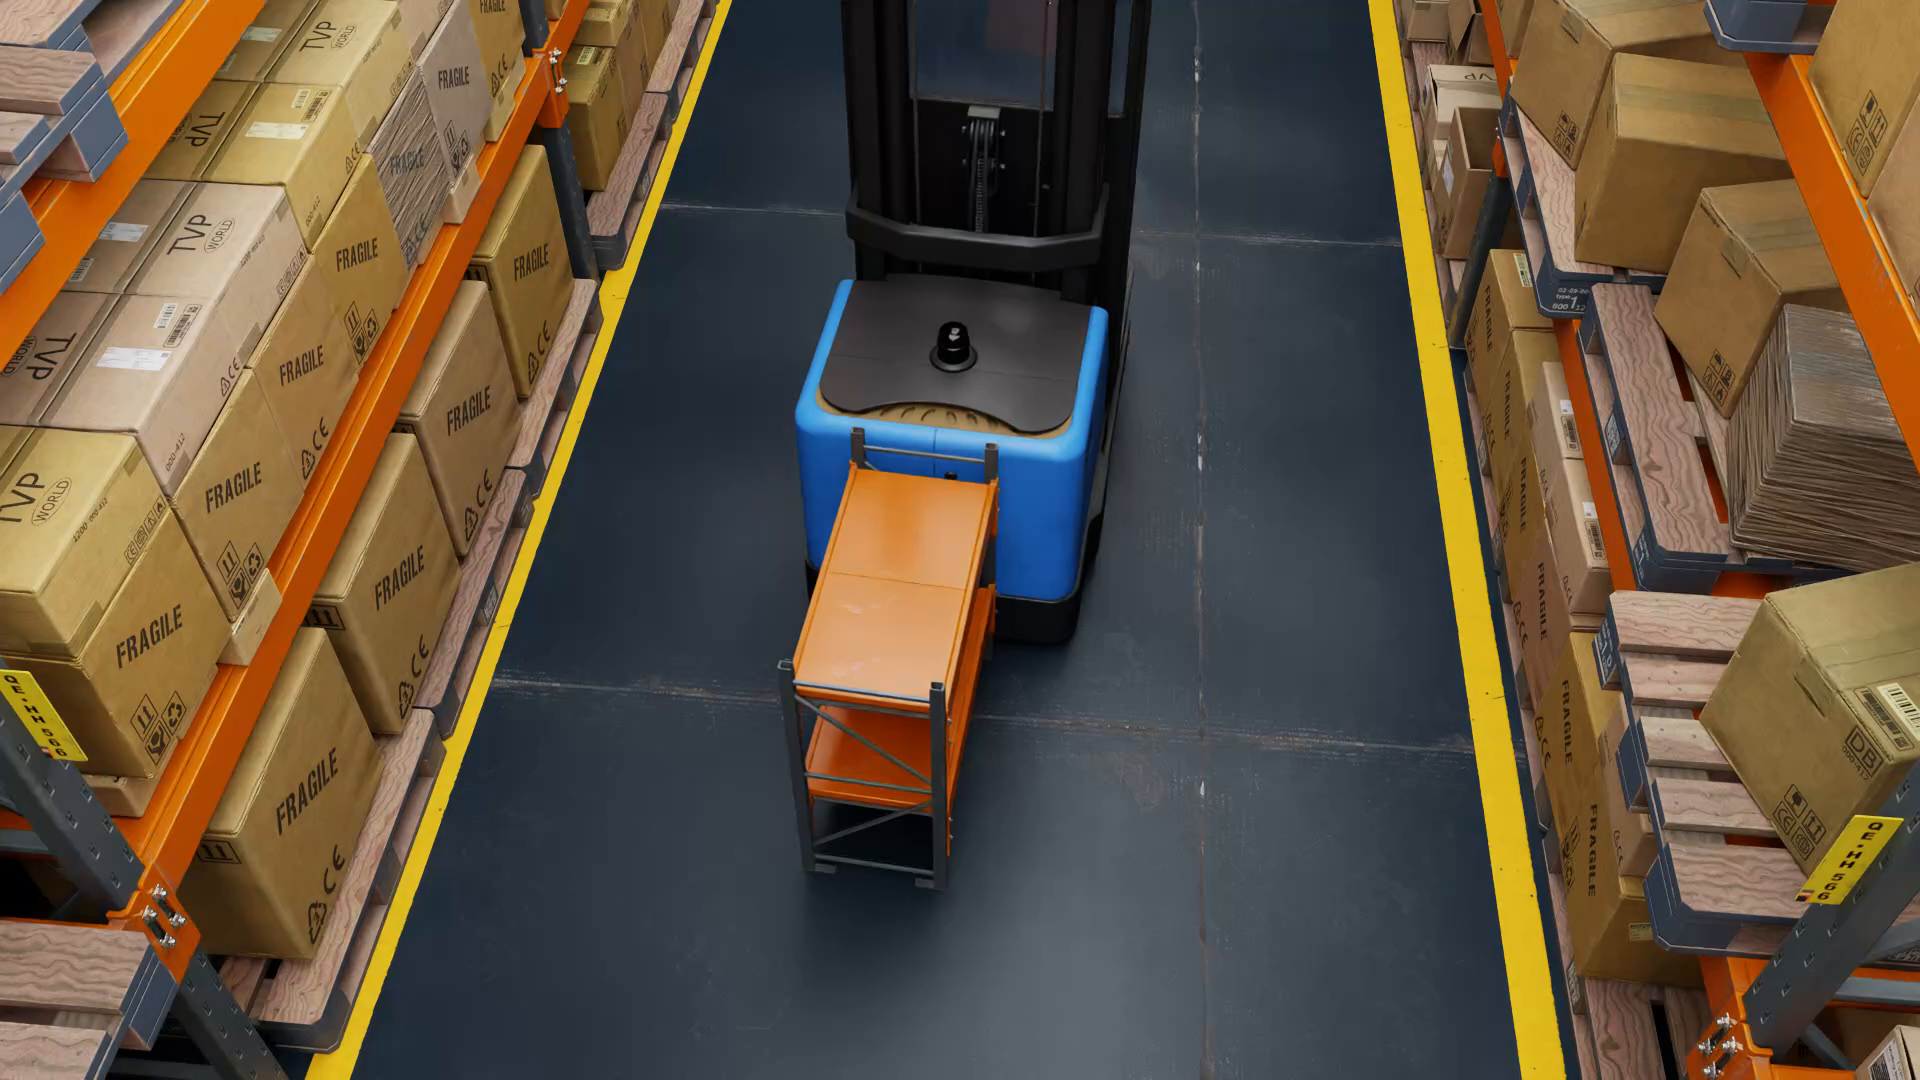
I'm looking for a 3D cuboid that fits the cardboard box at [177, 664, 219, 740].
[{"bbox_3d":[-2.278,0.390,4.544,0.380,0.149,0.250,4,48,4],"label":"cardboard box"}]

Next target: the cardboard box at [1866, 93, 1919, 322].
[{"bbox_3d":[2.416,-0.691,3.275,0.910,0.500,0.500,4,48,4],"label":"cardboard box"}]

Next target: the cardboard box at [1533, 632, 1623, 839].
[{"bbox_3d":[2.262,0.665,5.531,0.500,0.500,0.500,2,48,2],"label":"cardboard box"}]

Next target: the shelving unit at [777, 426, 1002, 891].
[{"bbox_3d":[-0.206,0.408,5.640,0.538,1.125,1.048,7,48,7],"label":"shelving unit"}]

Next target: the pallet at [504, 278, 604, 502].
[{"bbox_3d":[-2.201,-0.704,7.277,1.003,0.211,1.213,4,48,4],"label":"pallet"}]

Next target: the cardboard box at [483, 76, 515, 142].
[{"bbox_3d":[-1.954,-1.684,6.440,0.380,0.149,0.250,5,48,4],"label":"cardboard box"}]

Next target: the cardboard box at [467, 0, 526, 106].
[{"bbox_3d":[-1.997,-2.002,6.291,0.500,0.500,0.500,3,48,3],"label":"cardboard box"}]

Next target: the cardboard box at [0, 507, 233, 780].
[{"bbox_3d":[-2.271,0.242,4.239,0.500,0.500,0.500,5,48,5],"label":"cardboard box"}]

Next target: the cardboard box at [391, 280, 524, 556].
[{"bbox_3d":[-2.214,-0.493,6.367,0.750,0.750,0.750,5,48,5],"label":"cardboard box"}]

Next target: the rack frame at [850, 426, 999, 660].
[{"bbox_3d":[-0.120,0.038,5.978,0.500,1.125,0.032,7,48,7],"label":"rack frame"}]

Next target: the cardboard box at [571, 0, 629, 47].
[{"bbox_3d":[-1.823,-2.516,8.014,0.380,0.149,0.250,5,48,5],"label":"cardboard box"}]

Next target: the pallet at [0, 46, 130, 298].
[{"bbox_3d":[-2.564,-0.703,3.481,1.213,0.211,1.003,6,48,5],"label":"pallet"}]

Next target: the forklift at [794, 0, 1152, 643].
[{"bbox_3d":[0.165,-1.701,6.346,1.130,2.935,3.031,7,48,7],"label":"forklift"}]

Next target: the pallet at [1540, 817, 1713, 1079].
[{"bbox_3d":[2.469,1.448,5.309,1.003,0.211,1.213,4,48,4],"label":"pallet"}]

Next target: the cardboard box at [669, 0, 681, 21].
[{"bbox_3d":[-1.896,-3.196,9.076,0.700,0.500,0.500,2,48,2],"label":"cardboard box"}]

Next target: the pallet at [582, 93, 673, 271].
[{"bbox_3d":[-2.058,-1.829,8.306,1.003,0.211,1.213,4,48,4],"label":"pallet"}]

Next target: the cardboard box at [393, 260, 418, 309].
[{"bbox_3d":[-2.114,-0.941,5.760,0.380,0.149,0.250,3,48,2],"label":"cardboard box"}]

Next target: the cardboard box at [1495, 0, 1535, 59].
[{"bbox_3d":[2.518,-2.305,6.783,0.500,0.500,0.500,5,48,4],"label":"cardboard box"}]

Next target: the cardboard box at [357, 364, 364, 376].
[{"bbox_3d":[-2.181,-0.554,5.406,0.380,0.149,0.250,4,48,4],"label":"cardboard box"}]

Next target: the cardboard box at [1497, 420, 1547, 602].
[{"bbox_3d":[2.350,-0.093,6.224,0.500,0.500,0.500,4,48,4],"label":"cardboard box"}]

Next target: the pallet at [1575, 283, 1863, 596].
[{"bbox_3d":[2.536,-0.312,5.158,1.003,0.211,1.213,4,48,4],"label":"pallet"}]

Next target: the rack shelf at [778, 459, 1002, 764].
[{"bbox_3d":[-0.206,0.211,5.424,0.538,0.278,1.000,7,48,7],"label":"rack shelf"}]

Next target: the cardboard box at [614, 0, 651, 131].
[{"bbox_3d":[-1.986,-2.427,8.372,0.700,0.500,0.500,3,48,3],"label":"cardboard box"}]

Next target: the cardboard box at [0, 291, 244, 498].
[{"bbox_3d":[-2.224,-0.383,4.302,0.500,0.250,0.500,3,48,3],"label":"cardboard box"}]

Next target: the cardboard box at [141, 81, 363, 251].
[{"bbox_3d":[-2.142,-1.126,4.982,0.500,0.250,0.500,3,48,3],"label":"cardboard box"}]

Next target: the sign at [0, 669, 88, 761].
[{"bbox_3d":[-2.029,0.388,3.657,0.100,0.325,0.005,4,48,4],"label":"sign"}]

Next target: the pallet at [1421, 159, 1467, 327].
[{"bbox_3d":[2.791,-1.450,7.959,1.003,0.211,1.213,4,48,4],"label":"pallet"}]

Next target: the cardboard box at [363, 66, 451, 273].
[{"bbox_3d":[-2.088,-1.258,5.610,0.500,0.500,0.500,4,48,4],"label":"cardboard box"}]

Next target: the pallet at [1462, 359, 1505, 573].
[{"bbox_3d":[2.691,-0.345,6.949,1.003,0.211,1.213,4,48,4],"label":"pallet"}]

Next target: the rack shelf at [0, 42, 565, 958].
[{"bbox_3d":[-2.388,-0.504,5.692,1.077,0.370,4.000,4,48,4],"label":"rack shelf"}]

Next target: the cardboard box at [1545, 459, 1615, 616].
[{"bbox_3d":[2.305,-0.002,5.633,0.500,0.250,0.500,3,48,3],"label":"cardboard box"}]

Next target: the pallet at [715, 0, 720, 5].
[{"bbox_3d":[-1.836,-3.622,9.946,1.003,0.211,1.213,4,48,4],"label":"pallet"}]

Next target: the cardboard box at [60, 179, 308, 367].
[{"bbox_3d":[-2.182,-0.751,4.639,0.500,0.250,0.500,4,48,4],"label":"cardboard box"}]

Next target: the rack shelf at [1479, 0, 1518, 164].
[{"bbox_3d":[2.910,-3.113,8.078,1.077,0.370,4.000,4,48,4],"label":"rack shelf"}]

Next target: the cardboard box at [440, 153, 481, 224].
[{"bbox_3d":[-1.988,-1.299,6.088,0.380,0.149,0.250,4,48,4],"label":"cardboard box"}]

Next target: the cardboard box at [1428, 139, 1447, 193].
[{"bbox_3d":[2.472,-1.790,8.014,0.380,0.149,0.250,4,48,4],"label":"cardboard box"}]

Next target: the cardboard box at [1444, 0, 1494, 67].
[{"bbox_3d":[2.894,-2.573,8.490,0.797,0.503,0.637,4,48,4],"label":"cardboard box"}]

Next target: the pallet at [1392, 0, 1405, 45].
[{"bbox_3d":[3.014,-3.243,9.599,1.003,0.211,1.213,4,48,4],"label":"pallet"}]

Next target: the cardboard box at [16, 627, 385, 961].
[{"bbox_3d":[-2.373,0.775,5.207,0.750,0.750,0.750,3,48,3],"label":"cardboard box"}]

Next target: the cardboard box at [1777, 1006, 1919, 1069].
[{"bbox_3d":[2.689,1.433,4.829,0.500,0.500,0.500,6,48,5],"label":"cardboard box"}]

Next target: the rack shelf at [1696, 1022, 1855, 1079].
[{"bbox_3d":[2.181,2.765,2.702,1.077,0.370,4.000,4,48,4],"label":"rack shelf"}]

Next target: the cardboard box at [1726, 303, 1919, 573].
[{"bbox_3d":[2.582,-0.252,4.622,0.700,0.500,0.500,12,49,11],"label":"cardboard box"}]

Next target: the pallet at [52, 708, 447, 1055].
[{"bbox_3d":[-2.423,1.089,5.637,1.003,0.211,1.213,4,48,4],"label":"pallet"}]

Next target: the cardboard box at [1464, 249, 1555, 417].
[{"bbox_3d":[2.441,-0.852,6.919,0.500,0.500,0.500,2,48,2],"label":"cardboard box"}]

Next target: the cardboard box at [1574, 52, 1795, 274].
[{"bbox_3d":[2.462,-1.219,5.506,0.700,0.500,0.500,11,48,10],"label":"cardboard box"}]

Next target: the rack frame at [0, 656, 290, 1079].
[{"bbox_3d":[-2.567,0.723,4.082,0.949,2.616,0.053,4,48,4],"label":"rack frame"}]

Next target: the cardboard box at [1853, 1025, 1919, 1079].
[{"bbox_3d":[2.287,1.347,3.571,0.500,0.311,0.500,7,48,6],"label":"cardboard box"}]

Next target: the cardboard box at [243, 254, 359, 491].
[{"bbox_3d":[-2.168,-0.507,4.924,0.500,0.500,0.500,4,48,3],"label":"cardboard box"}]
